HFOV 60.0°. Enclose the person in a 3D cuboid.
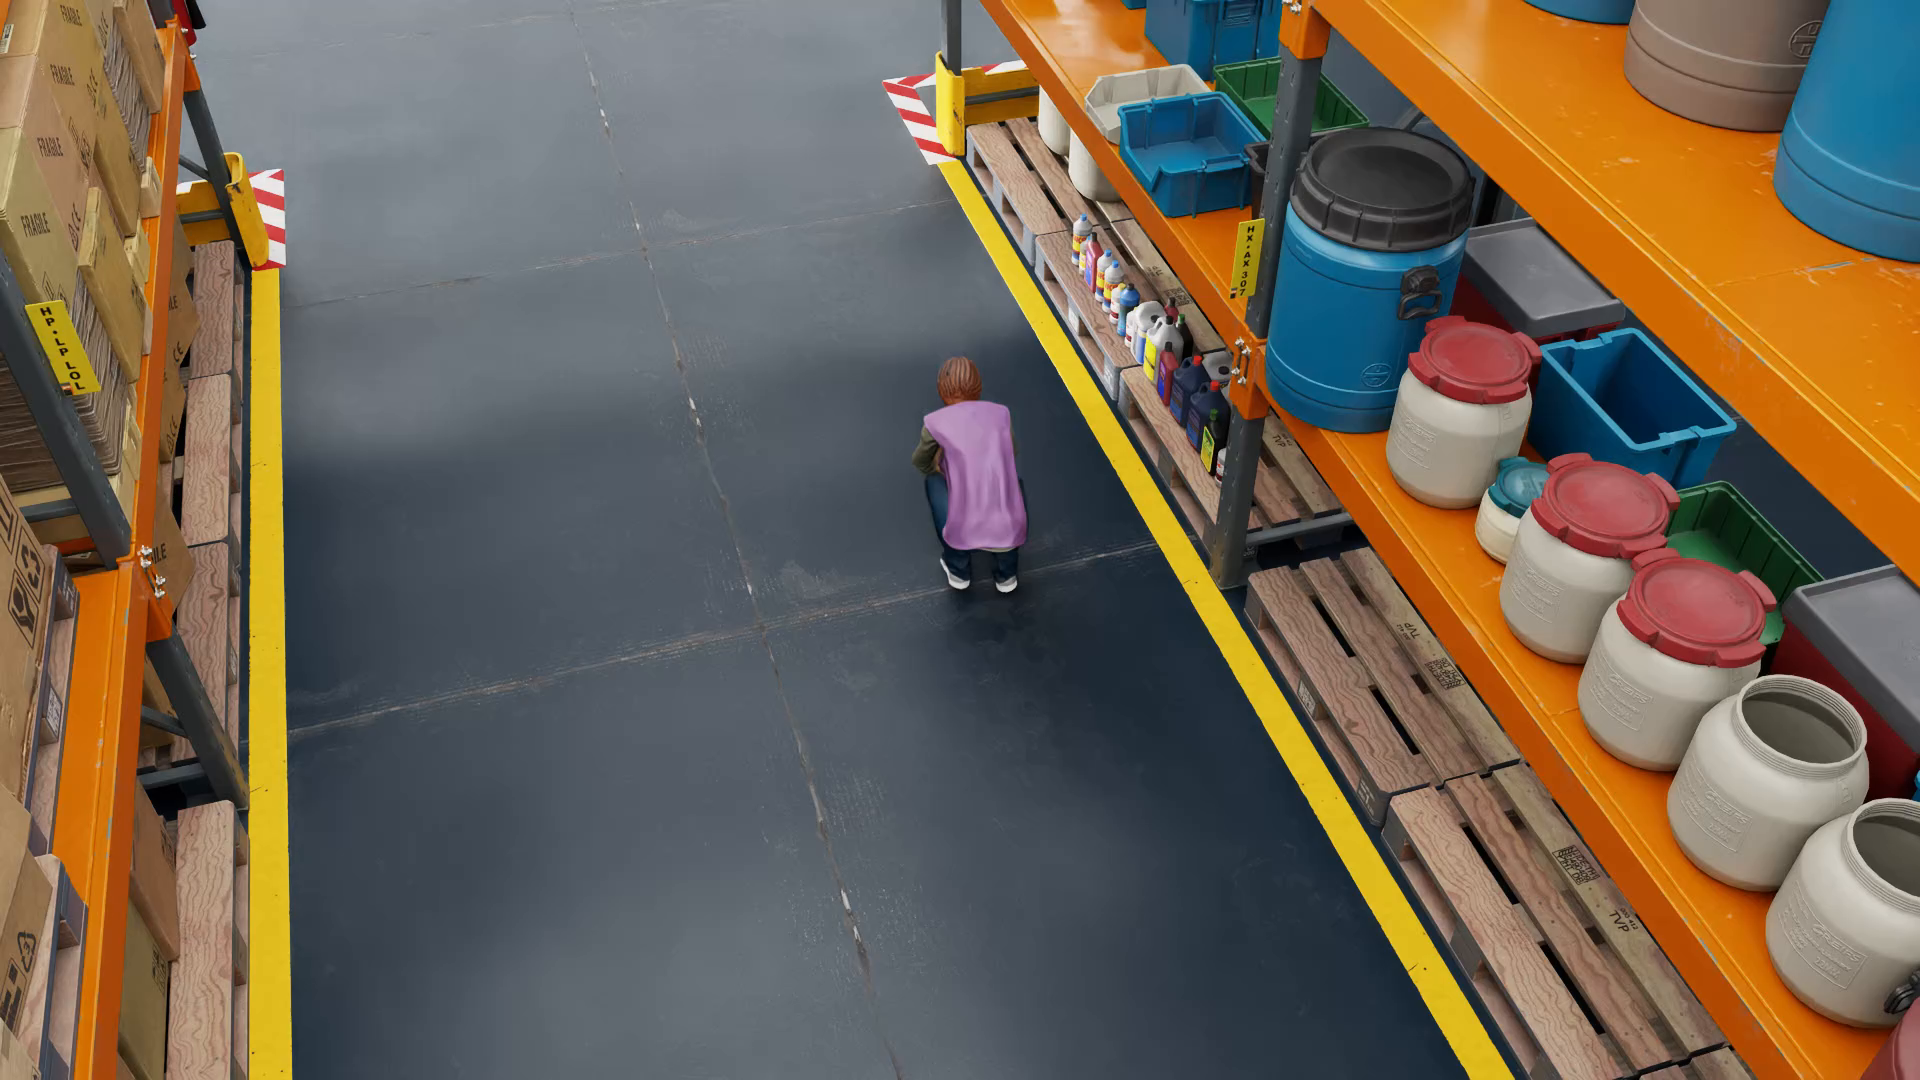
[{"bbox_3d":[0.054,-0.266,6.987,0.463,0.884,0.802,-4,43,-4],"label":"person"}]
